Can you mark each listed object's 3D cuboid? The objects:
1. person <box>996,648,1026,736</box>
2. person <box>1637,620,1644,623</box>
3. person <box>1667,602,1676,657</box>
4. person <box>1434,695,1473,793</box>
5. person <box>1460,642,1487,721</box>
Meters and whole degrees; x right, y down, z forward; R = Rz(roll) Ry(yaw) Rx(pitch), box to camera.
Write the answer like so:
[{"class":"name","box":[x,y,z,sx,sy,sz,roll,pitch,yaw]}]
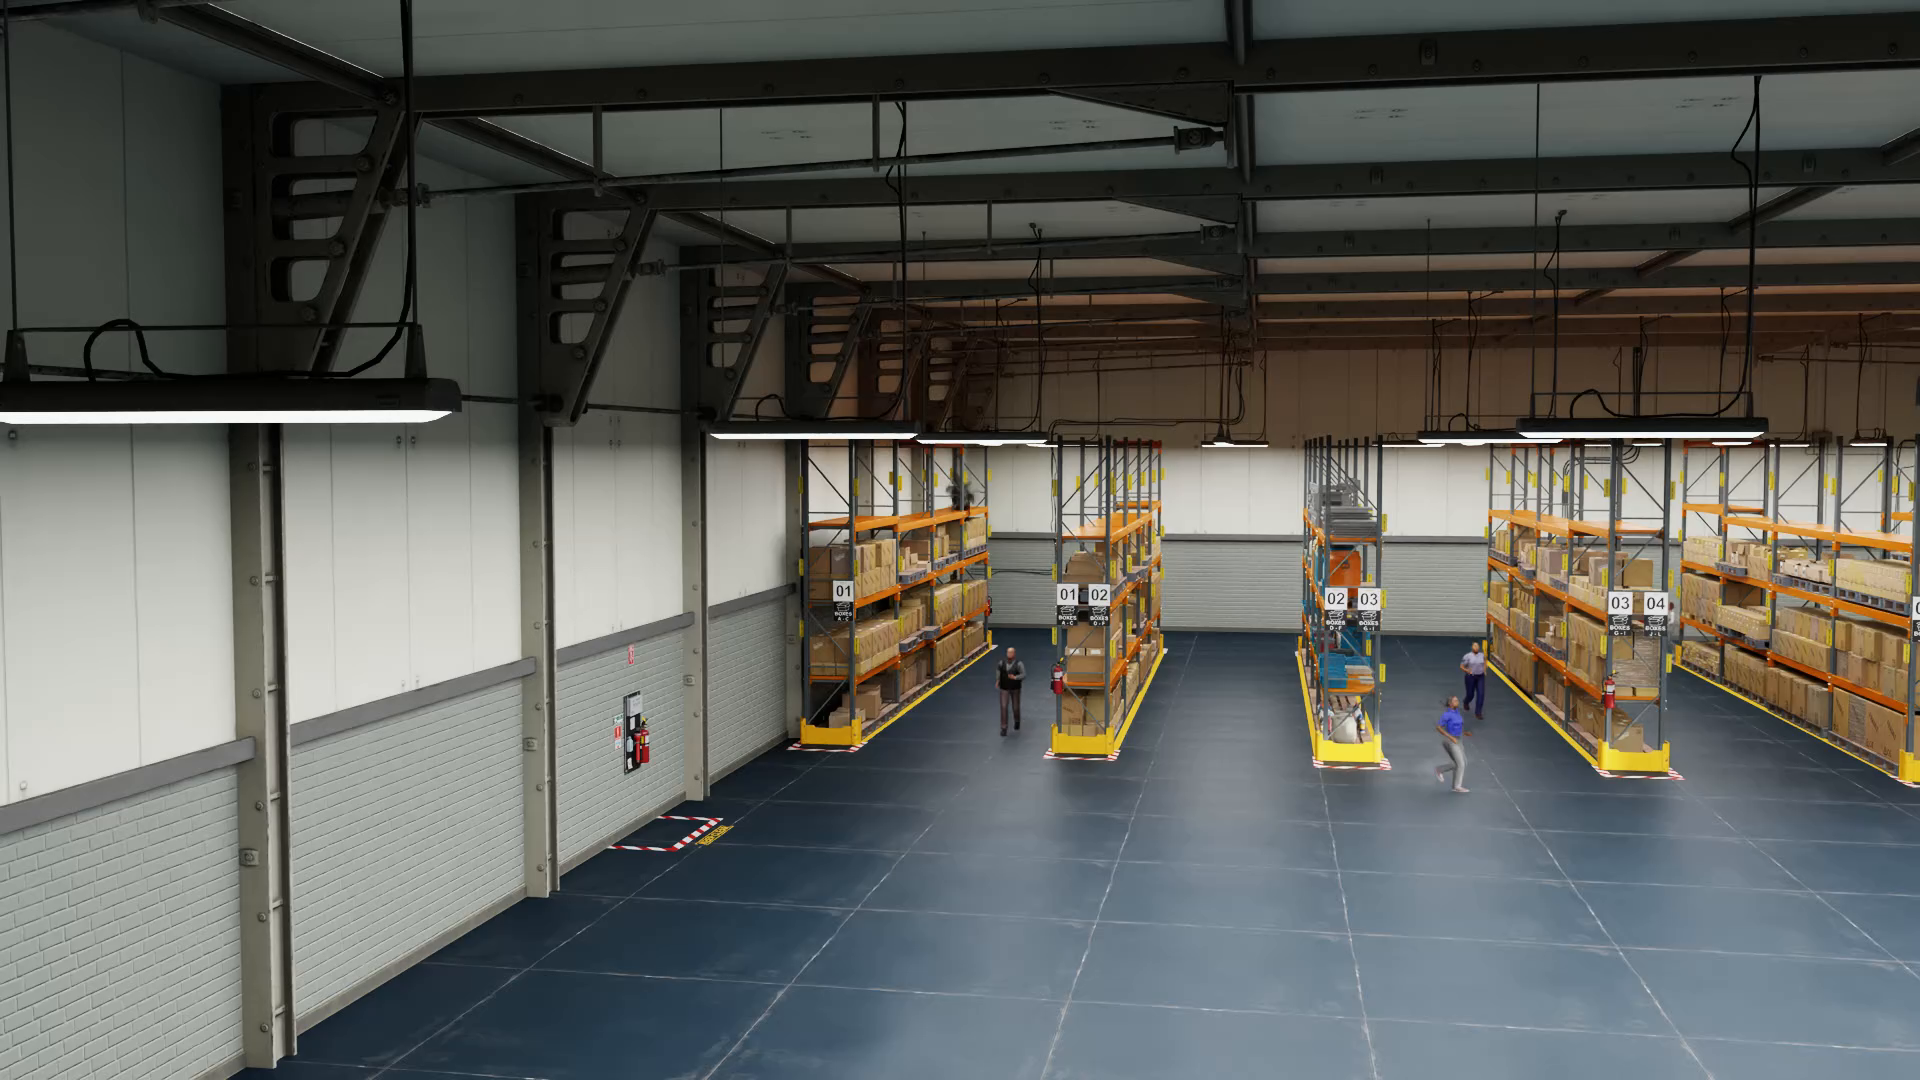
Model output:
[{"class":"person","box":[1.013,3.022,33.450,0.659,1.713,0.948,1,3,12]},{"class":"person","box":[18.303,2.459,45.062,0.584,1.651,0.680,-2,4,-31]},{"class":"person","box":[19.416,2.490,45.491,0.660,1.610,0.521,-1,3,-14]},{"class":"person","box":[8.236,3.408,27.925,0.678,1.612,0.607,3,4,42]},{"class":"person","box":[11.010,2.995,35.574,0.607,1.628,0.849,0,3,0]}]
